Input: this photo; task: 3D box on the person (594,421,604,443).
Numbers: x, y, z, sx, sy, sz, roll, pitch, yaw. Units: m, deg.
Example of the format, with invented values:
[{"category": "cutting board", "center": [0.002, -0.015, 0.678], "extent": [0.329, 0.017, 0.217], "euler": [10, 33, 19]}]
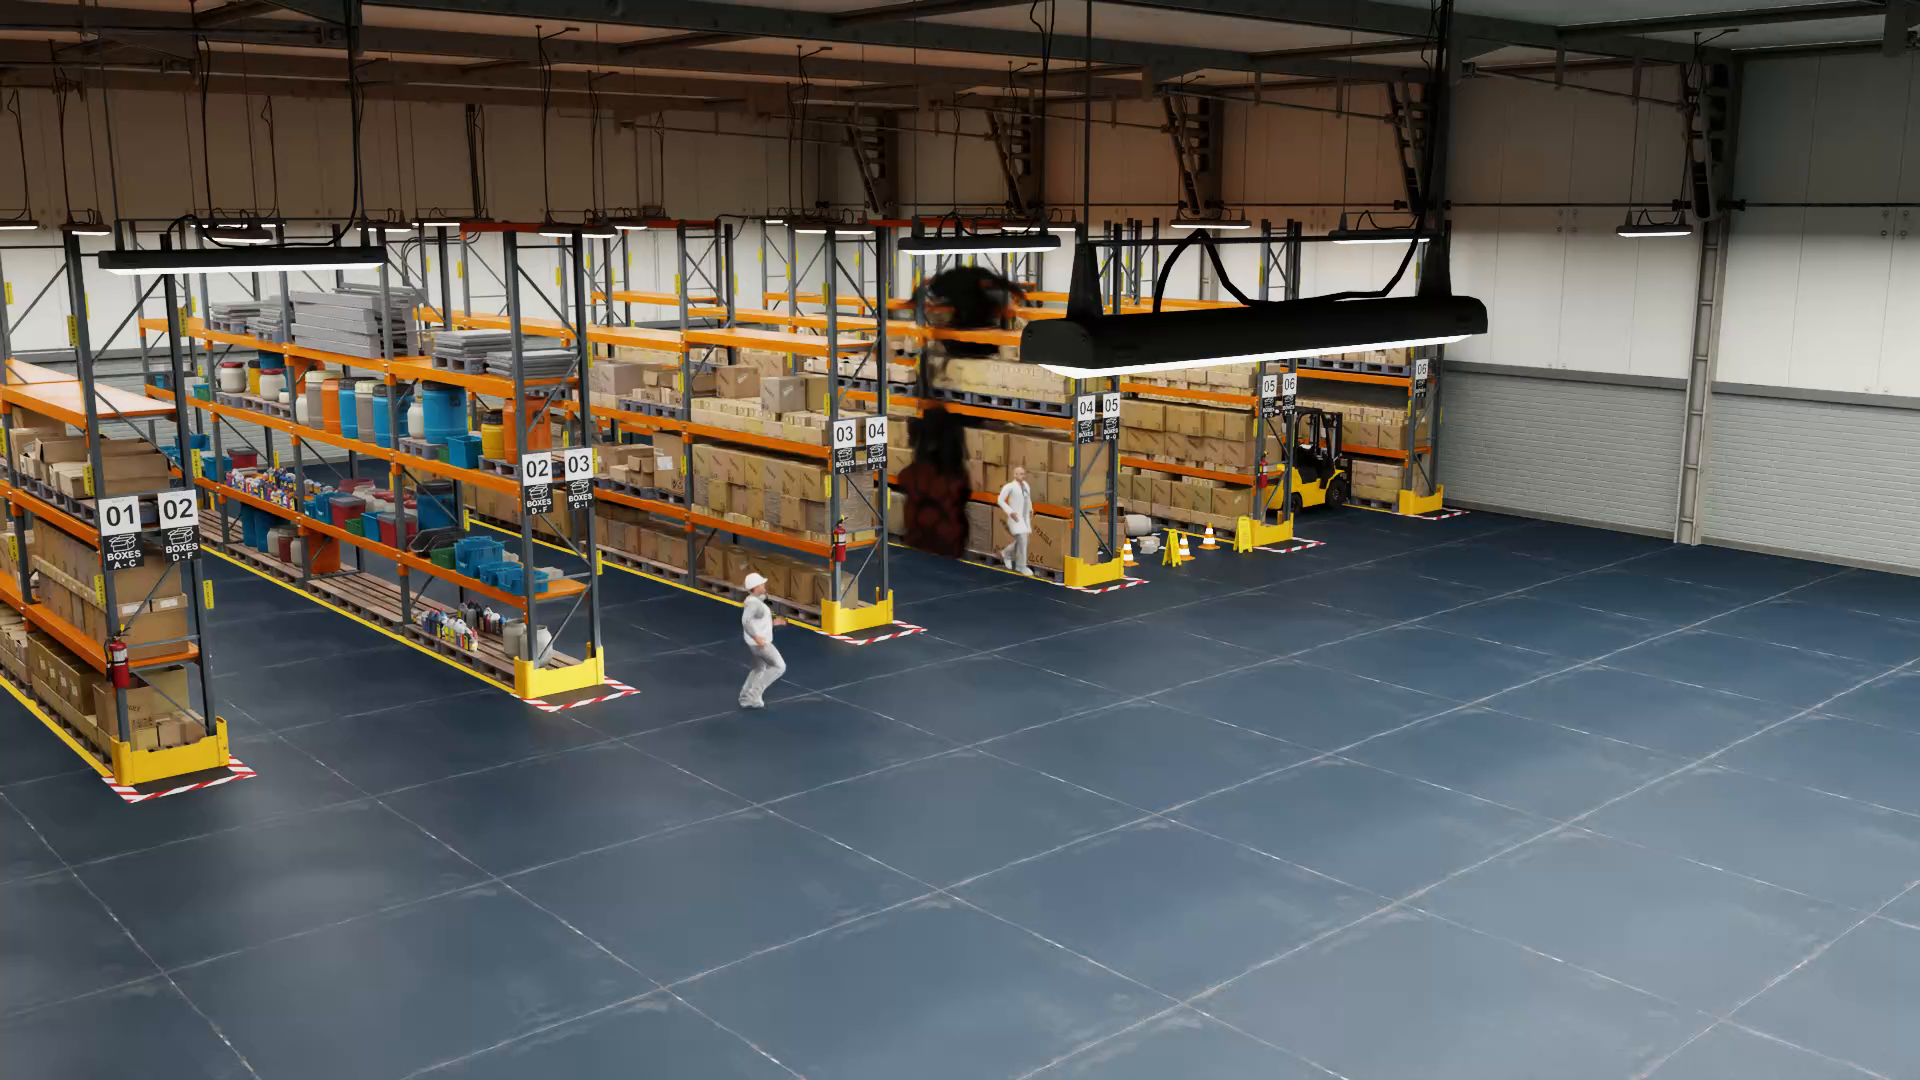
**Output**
[{"category": "person", "center": [-8.227, -1.895, 37.378], "extent": [0.551, 1.555, 0.547], "euler": [10, 15, 42]}]

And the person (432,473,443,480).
[{"category": "person", "center": [-9.526, -0.519, 30.403], "extent": [0.596, 1.632, 0.607], "euler": [9, 14, 36]}]

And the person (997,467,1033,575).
[{"category": "person", "center": [0.934, -0.333, 27.710], "extent": [0.736, 1.788, 0.717], "euler": [10, 15, 41]}]

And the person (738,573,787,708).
[{"category": "person", "center": [-2.509, 1.272, 21.103], "extent": [0.646, 1.733, 0.641], "euler": [-3, 12, -16]}]
